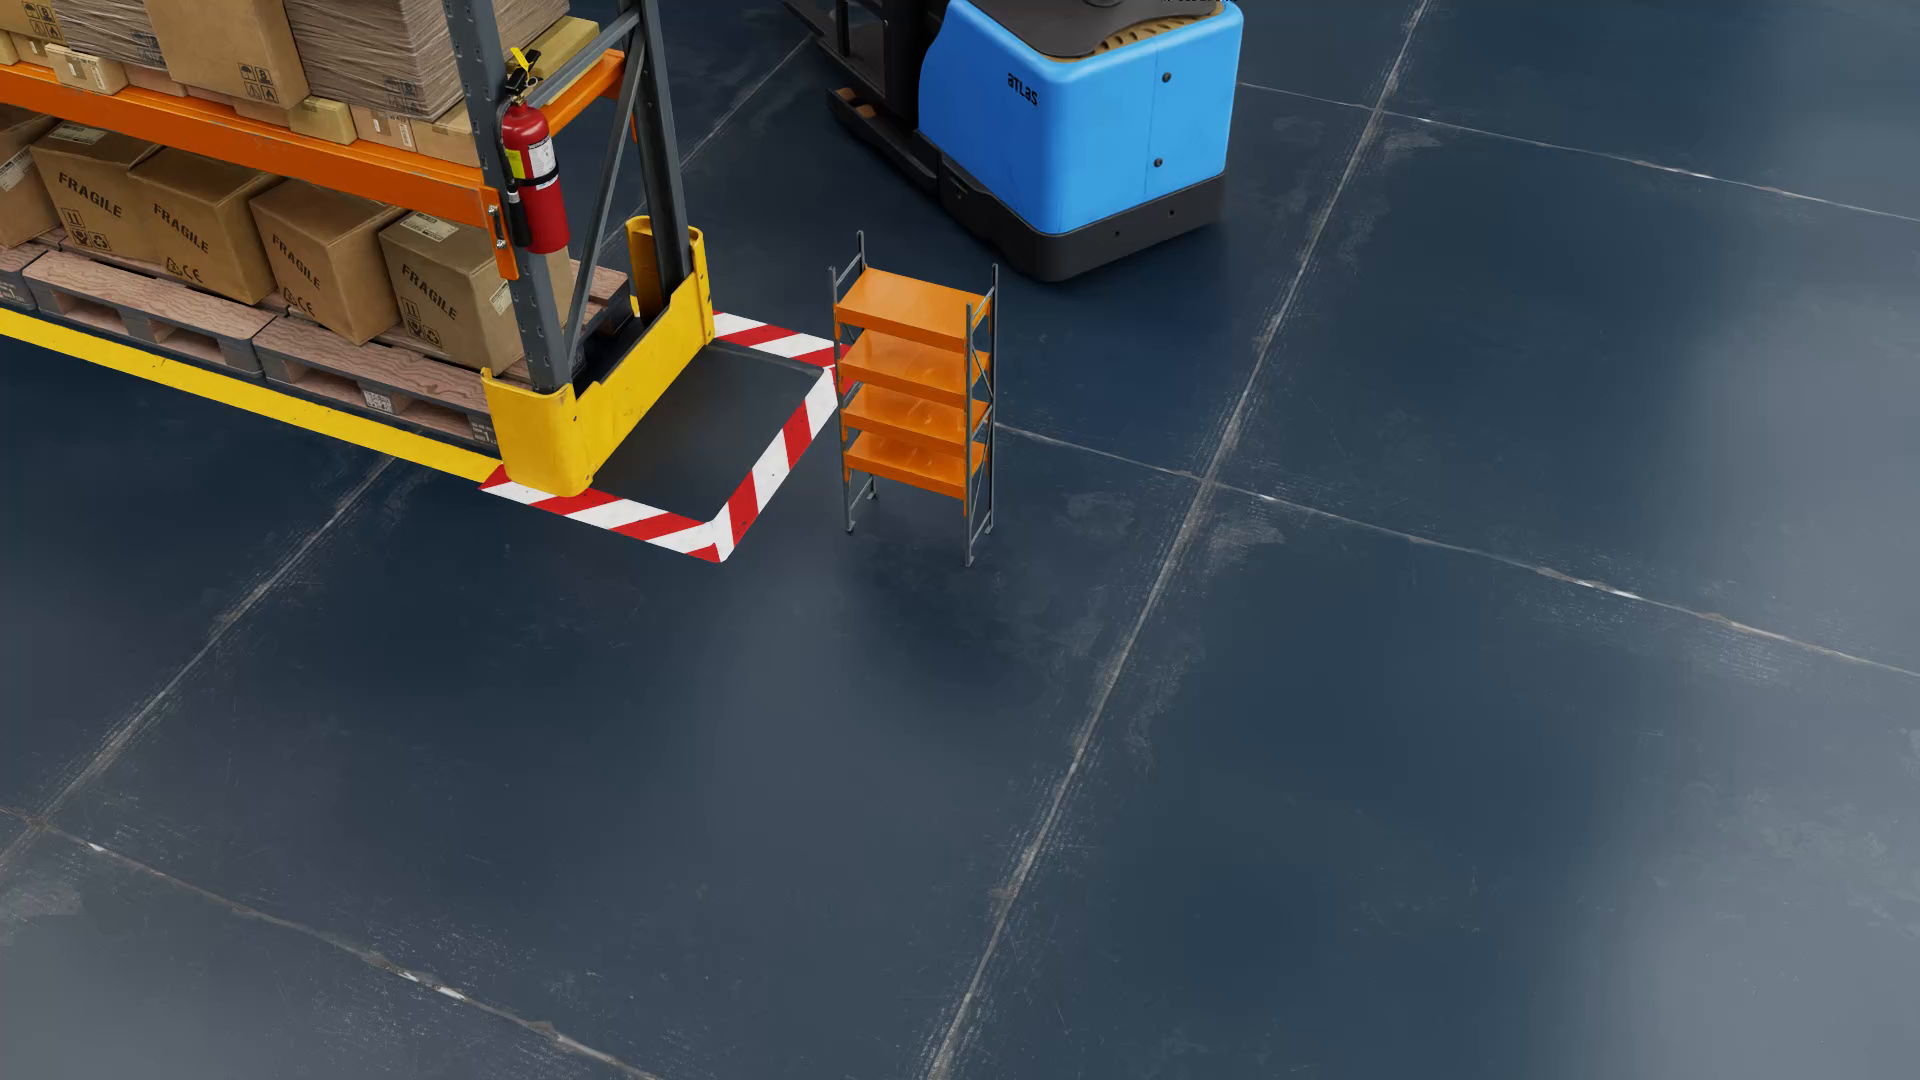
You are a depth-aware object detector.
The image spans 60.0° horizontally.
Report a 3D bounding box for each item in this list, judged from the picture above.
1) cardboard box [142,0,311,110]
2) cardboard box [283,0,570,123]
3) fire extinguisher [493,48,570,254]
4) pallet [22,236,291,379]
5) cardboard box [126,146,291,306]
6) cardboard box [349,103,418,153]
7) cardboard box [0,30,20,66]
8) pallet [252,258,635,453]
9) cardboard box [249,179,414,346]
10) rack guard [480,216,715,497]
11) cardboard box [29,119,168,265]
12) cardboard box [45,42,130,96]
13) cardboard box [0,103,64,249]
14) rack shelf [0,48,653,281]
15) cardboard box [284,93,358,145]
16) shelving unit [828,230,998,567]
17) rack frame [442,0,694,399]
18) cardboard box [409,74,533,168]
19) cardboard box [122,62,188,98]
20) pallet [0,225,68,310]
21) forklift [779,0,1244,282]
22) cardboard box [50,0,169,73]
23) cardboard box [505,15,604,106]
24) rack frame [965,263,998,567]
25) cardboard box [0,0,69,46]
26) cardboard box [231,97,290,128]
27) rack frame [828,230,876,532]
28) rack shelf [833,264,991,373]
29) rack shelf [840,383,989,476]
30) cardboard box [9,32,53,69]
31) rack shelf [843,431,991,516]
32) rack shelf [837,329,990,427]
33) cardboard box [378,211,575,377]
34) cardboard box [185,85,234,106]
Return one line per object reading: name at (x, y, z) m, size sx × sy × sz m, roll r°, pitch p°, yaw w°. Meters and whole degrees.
cardboard box at (-2.349, -1.986, 5.837) m, size 0.500 × 0.500 × 0.875 m, roll 16°, pitch 47°, yaw 16°
cardboard box at (-1.841, -1.928, 5.779) m, size 0.500 × 0.500 × 0.875 m, roll 16°, pitch 47°, yaw 16°
fire extinguisher at (-1.416, -1.261, 5.446) m, size 0.183 × 0.674 × 0.296 m, roll 16°, pitch 47°, yaw 16°
pallet at (-3.273, -1.228, 7.334) m, size 1.213 × 0.211 × 1.003 m, roll 16°, pitch 47°, yaw 16°
cardboard box at (-3.050, -1.385, 6.990) m, size 0.500 × 0.500 × 0.500 m, roll 21°, pitch 48°, yaw 19°
cardboard box at (-1.917, -1.542, 5.851) m, size 0.250 × 0.149 × 0.380 m, roll 16°, pitch 47°, yaw 16°
cardboard box at (-3.564, -1.964, 6.275) m, size 0.250 × 0.149 × 0.380 m, roll 16°, pitch 47°, yaw 16°
pallet at (-2.151, -0.896, 7.000) m, size 1.213 × 0.211 × 1.003 m, roll 16°, pitch 47°, yaw 16°
cardboard box at (-2.479, -1.203, 6.807) m, size 0.500 × 0.500 × 0.500 m, roll 29°, pitch 52°, yaw 26°
rack guard at (-1.415, -0.754, 6.654) m, size 0.348 × 0.500 × 1.175 m, roll 16°, pitch 47°, yaw 16°
cardboard box at (-3.548, -1.566, 7.172) m, size 0.500 × 0.500 × 0.500 m, roll 13°, pitch 46°, yaw 12°
cardboard box at (-3.112, -1.813, 6.123) m, size 0.250 × 0.149 × 0.380 m, roll 16°, pitch 47°, yaw 16°
cardboard box at (-4.151, -1.684, 7.290) m, size 0.500 × 0.500 × 0.500 m, roll 32°, pitch 53°, yaw 28°
rack shelf at (-3.190, -1.908, 6.551) m, size 4.000 × 0.370 × 1.077 m, roll 16°, pitch 47°, yaw 16°
cardboard box at (-2.168, -1.576, 5.886) m, size 0.250 × 0.149 × 0.380 m, roll 16°, pitch 47°, yaw 16°
shelving unit at (-0.153, -0.470, 5.872) m, size 0.503 × 1.200 × 0.258 m, roll 16°, pitch 47°, yaw 16°
rack frame at (-1.344, -1.620, 5.751) m, size 0.127 × 3.000 × 1.000 m, roll 16°, pitch 47°, yaw 16°
cardboard box at (-1.687, -1.474, 5.783) m, size 0.250 × 0.149 × 0.380 m, roll 16°, pitch 47°, yaw 16°
cardboard box at (-2.847, -1.803, 6.113) m, size 0.250 × 0.149 × 0.380 m, roll 16°, pitch 47°, yaw 16°
pallet at (-4.403, -1.558, 7.666) m, size 1.213 × 0.211 × 1.003 m, roll 16°, pitch 47°, yaw 16°
forklift at (-0.006, -3.187, 7.376) m, size 1.130 × 2.935 × 3.031 m, roll -24°, pitch 50°, yaw -23°
cardboard box at (-2.794, -2.149, 6.002) m, size 0.500 × 0.500 × 0.875 m, roll 16°, pitch 47°, yaw 16°
cardboard box at (-1.516, -1.763, 6.074) m, size 0.250 × 0.149 × 0.380 m, roll 16°, pitch 47°, yaw 16°
rack frame at (0.072, -0.404, 5.805) m, size 0.015 × 1.200 × 0.240 m, roll 16°, pitch 47°, yaw 16°
cardboard box at (-3.251, -2.293, 6.146) m, size 0.500 × 0.500 × 0.875 m, roll 16°, pitch 47°, yaw 16°
cardboard box at (-2.393, -1.654, 5.964) m, size 0.250 × 0.149 × 0.380 m, roll 16°, pitch 47°, yaw 16°
rack frame at (-0.378, -0.537, 5.939) m, size 0.015 × 1.200 × 0.240 m, roll 16°, pitch 47°, yaw 16°
rack shelf at (-0.153, -0.749, 5.595) m, size 0.480 × 0.148 × 0.258 m, roll 16°, pitch 47°, yaw 16°
rack shelf at (-0.153, -0.423, 5.919) m, size 0.480 × 0.148 × 0.258 m, roll 16°, pitch 47°, yaw 16°
cardboard box at (-3.316, -1.926, 6.237) m, size 0.250 × 0.149 × 0.380 m, roll 16°, pitch 47°, yaw 16°
rack shelf at (-0.153, -0.282, 6.059) m, size 0.480 × 0.148 × 0.258 m, roll 16°, pitch 47°, yaw 16°
rack shelf at (-0.153, -0.581, 5.762) m, size 0.480 × 0.148 × 0.258 m, roll 16°, pitch 47°, yaw 16°
cardboard box at (-1.914, -1.063, 6.666) m, size 0.500 × 0.500 × 0.500 m, roll 25°, pitch 50°, yaw 23°
cardboard box at (-2.607, -1.749, 6.059) m, size 0.250 × 0.149 × 0.380 m, roll 16°, pitch 47°, yaw 16°
